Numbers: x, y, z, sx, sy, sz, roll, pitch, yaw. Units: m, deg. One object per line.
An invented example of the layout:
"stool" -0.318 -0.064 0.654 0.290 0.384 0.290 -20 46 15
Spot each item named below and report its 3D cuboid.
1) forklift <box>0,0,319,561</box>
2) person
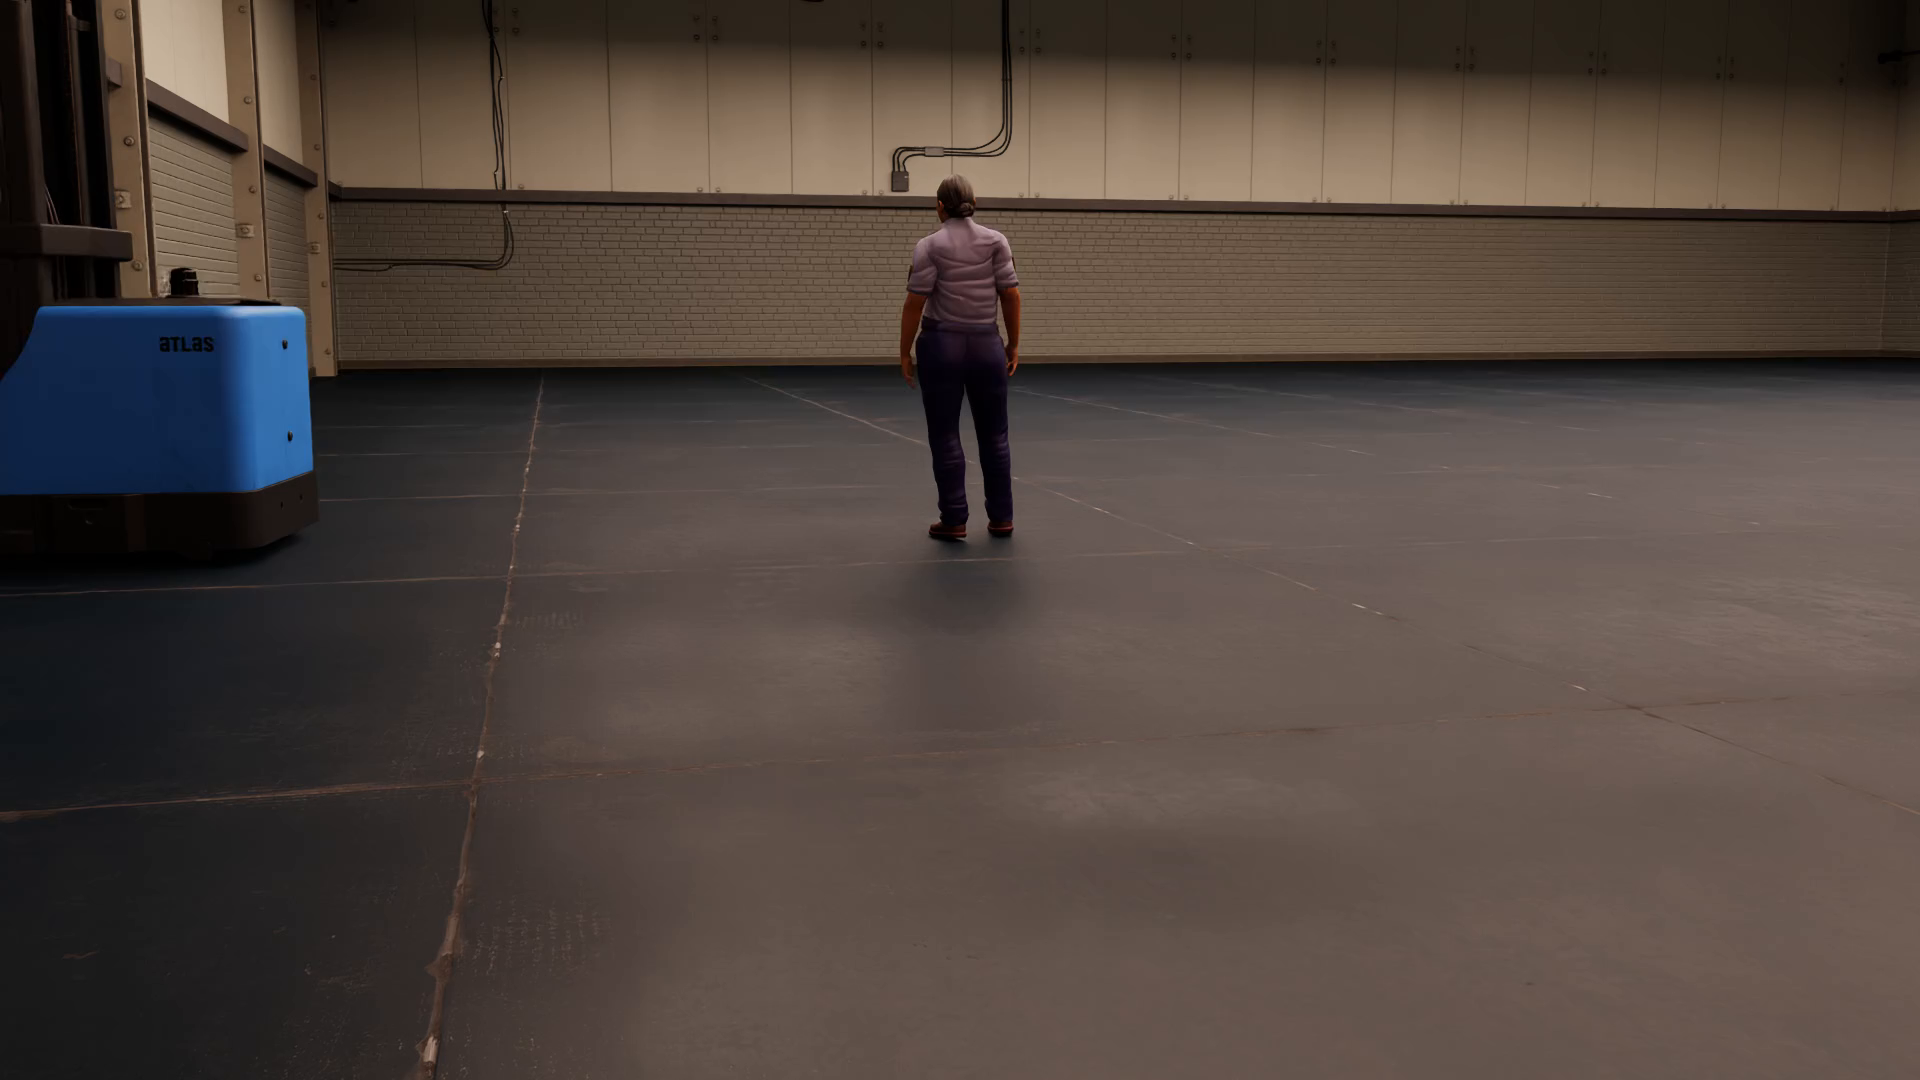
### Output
"forklift" -4.481 -1.390 7.062 3.031 2.935 1.130 -1 8 -6
"person" 0.001 -0.837 7.683 0.598 1.651 0.503 -2 8 -13
